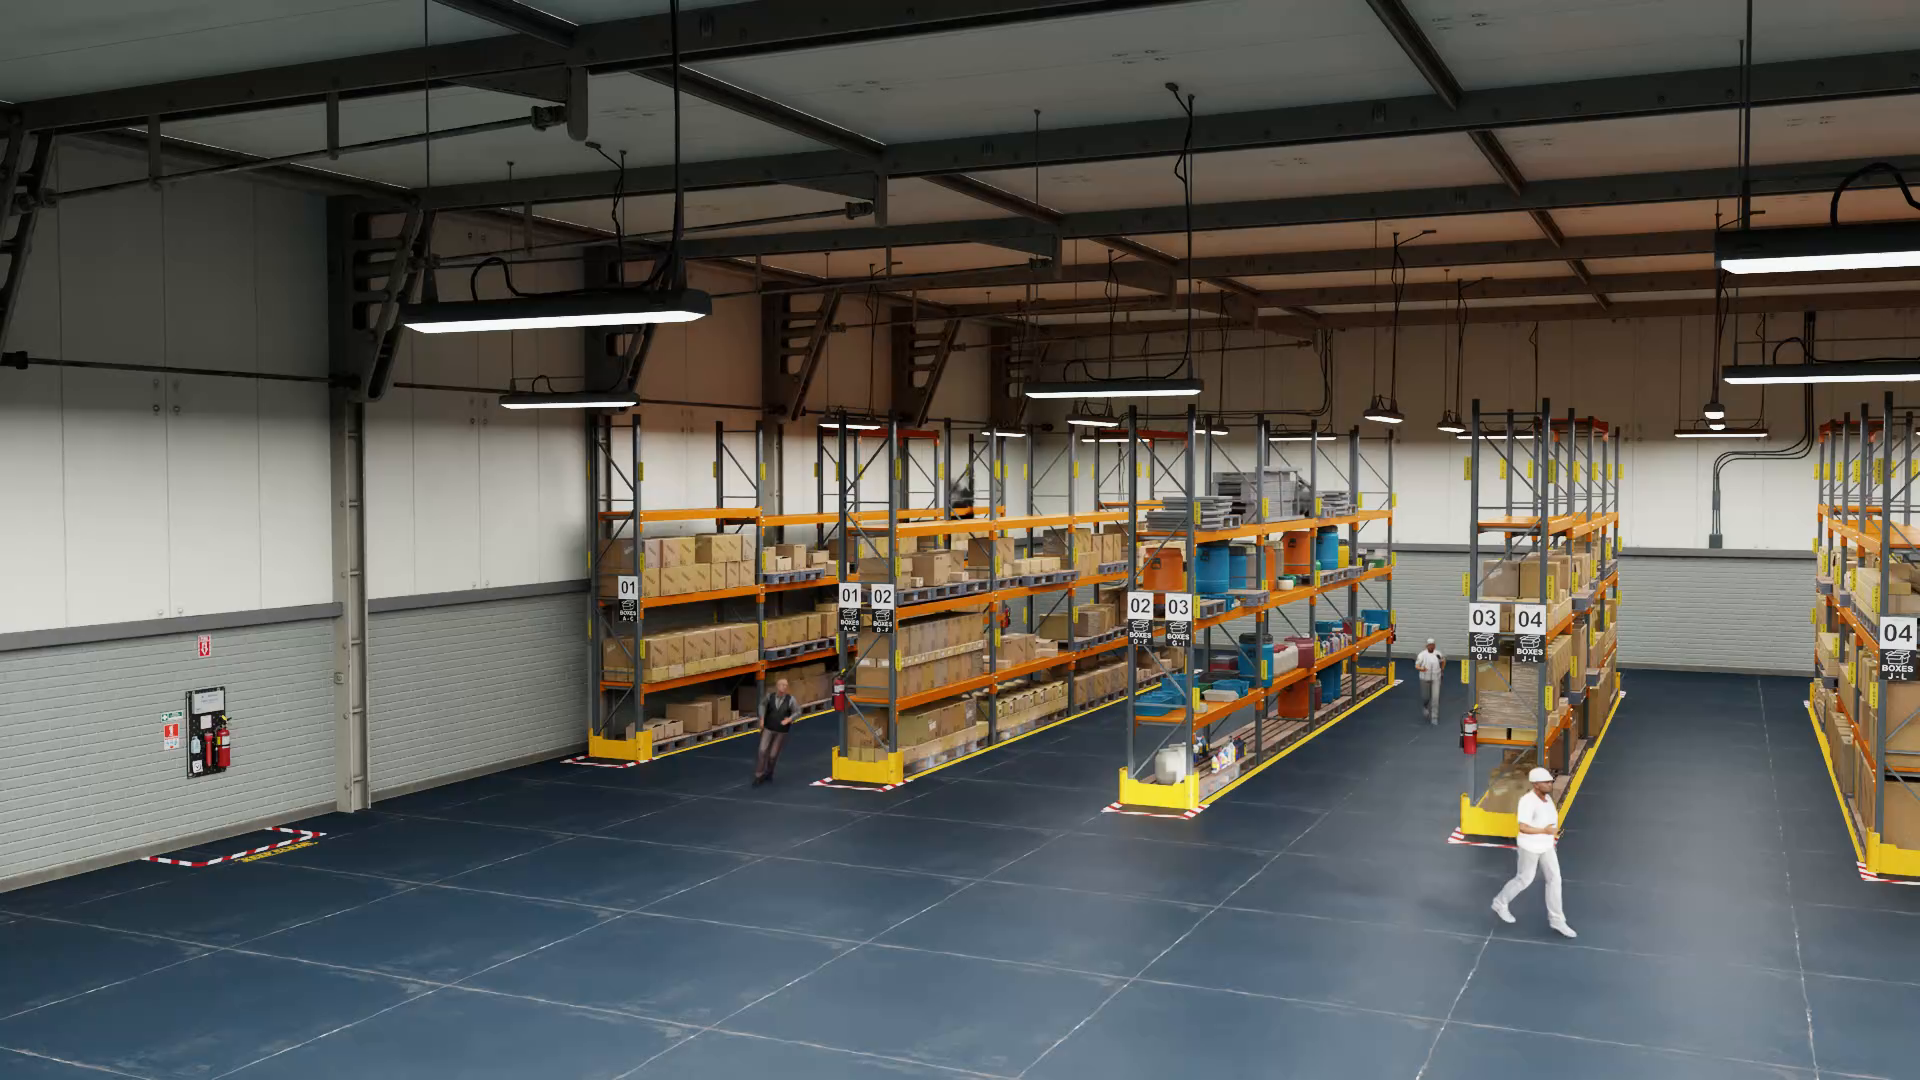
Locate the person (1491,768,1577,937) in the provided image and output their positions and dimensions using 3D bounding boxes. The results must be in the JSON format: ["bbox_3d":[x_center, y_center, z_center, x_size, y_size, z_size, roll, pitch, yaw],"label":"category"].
[{"bbox_3d":[6.239,3.357,18.089,0.654,1.780,0.935,-2,3,-38],"label":"person"}]

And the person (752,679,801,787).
[{"bbox_3d":[-2.934,3.083,26.751,0.761,1.705,0.813,0,2,-1],"label":"person"}]

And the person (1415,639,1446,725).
[{"bbox_3d":[9.395,2.803,33.198,0.609,1.657,0.921,0,2,11],"label":"person"}]
